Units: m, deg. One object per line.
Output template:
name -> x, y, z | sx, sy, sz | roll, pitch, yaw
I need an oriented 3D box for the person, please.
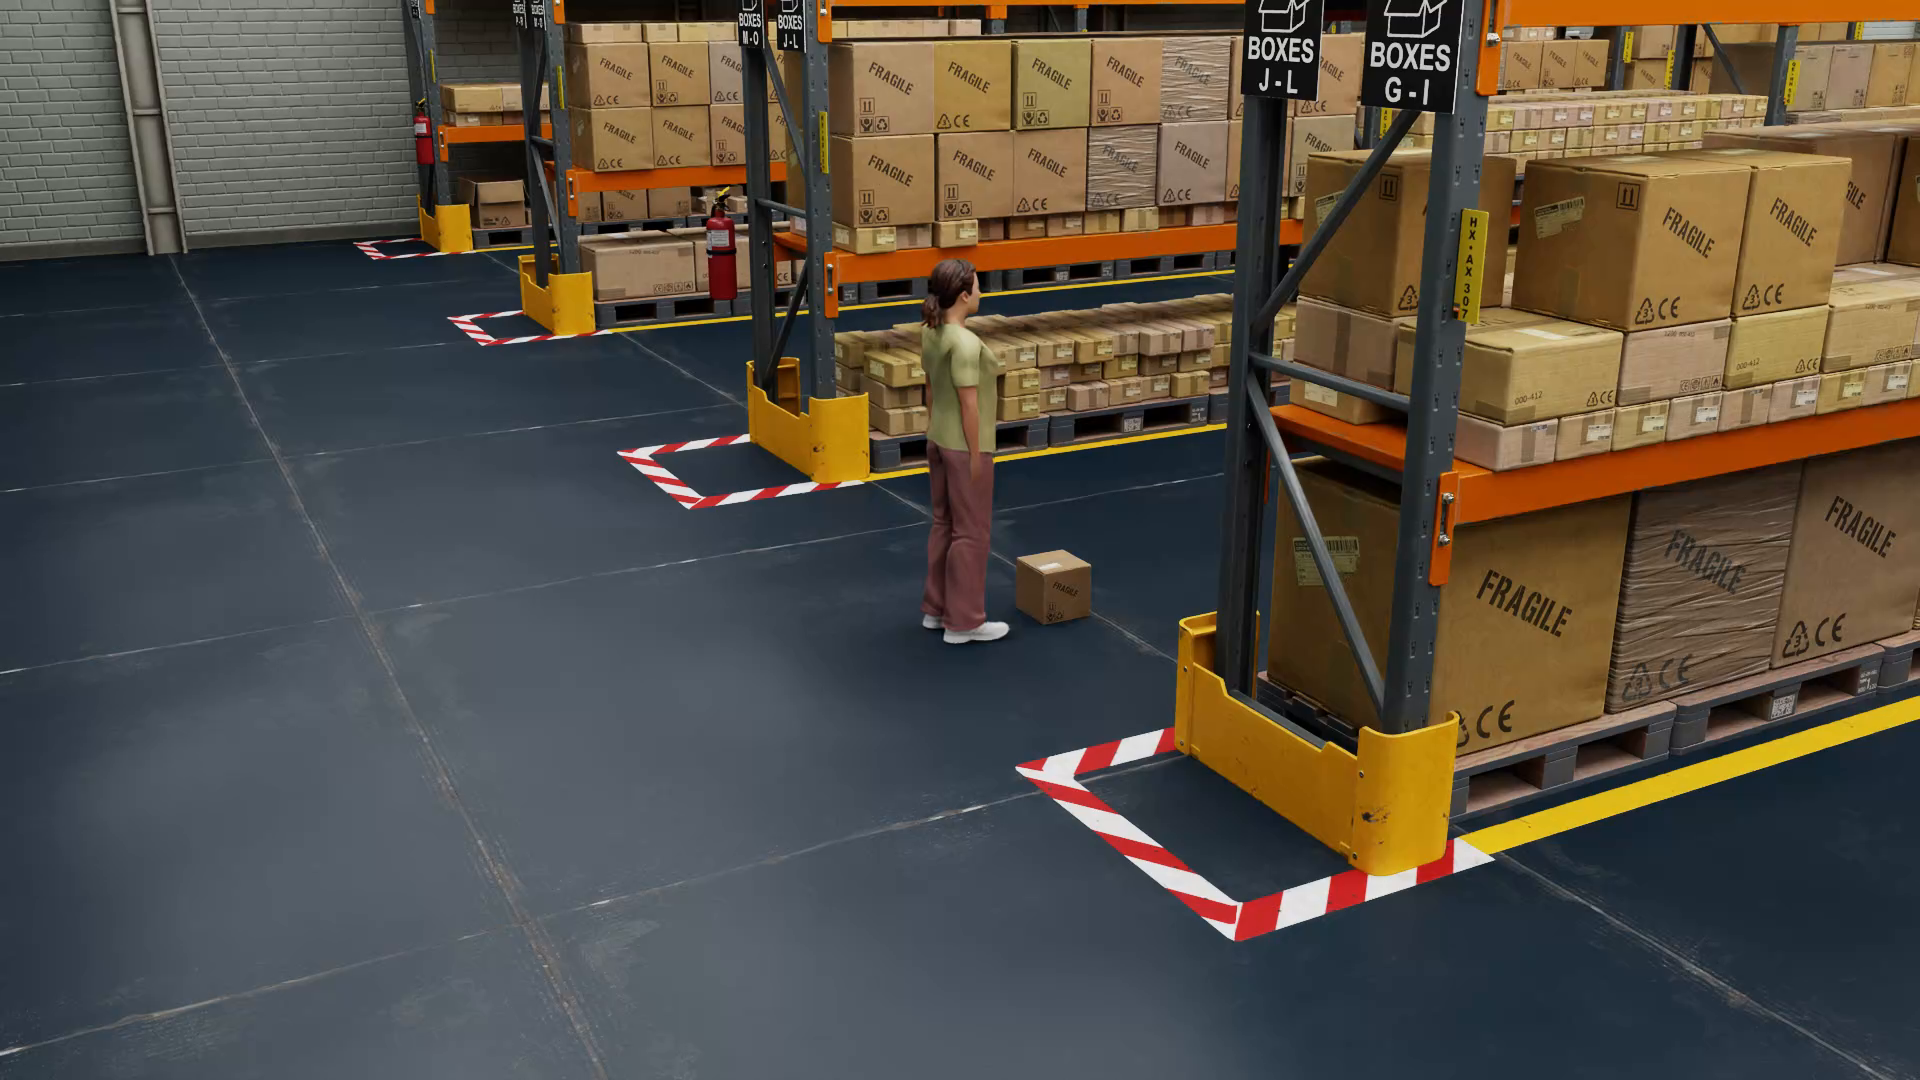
person -> -0.011, -0.385, 7.220 | 0.357, 1.671, 0.440 | -9, 21, -25
